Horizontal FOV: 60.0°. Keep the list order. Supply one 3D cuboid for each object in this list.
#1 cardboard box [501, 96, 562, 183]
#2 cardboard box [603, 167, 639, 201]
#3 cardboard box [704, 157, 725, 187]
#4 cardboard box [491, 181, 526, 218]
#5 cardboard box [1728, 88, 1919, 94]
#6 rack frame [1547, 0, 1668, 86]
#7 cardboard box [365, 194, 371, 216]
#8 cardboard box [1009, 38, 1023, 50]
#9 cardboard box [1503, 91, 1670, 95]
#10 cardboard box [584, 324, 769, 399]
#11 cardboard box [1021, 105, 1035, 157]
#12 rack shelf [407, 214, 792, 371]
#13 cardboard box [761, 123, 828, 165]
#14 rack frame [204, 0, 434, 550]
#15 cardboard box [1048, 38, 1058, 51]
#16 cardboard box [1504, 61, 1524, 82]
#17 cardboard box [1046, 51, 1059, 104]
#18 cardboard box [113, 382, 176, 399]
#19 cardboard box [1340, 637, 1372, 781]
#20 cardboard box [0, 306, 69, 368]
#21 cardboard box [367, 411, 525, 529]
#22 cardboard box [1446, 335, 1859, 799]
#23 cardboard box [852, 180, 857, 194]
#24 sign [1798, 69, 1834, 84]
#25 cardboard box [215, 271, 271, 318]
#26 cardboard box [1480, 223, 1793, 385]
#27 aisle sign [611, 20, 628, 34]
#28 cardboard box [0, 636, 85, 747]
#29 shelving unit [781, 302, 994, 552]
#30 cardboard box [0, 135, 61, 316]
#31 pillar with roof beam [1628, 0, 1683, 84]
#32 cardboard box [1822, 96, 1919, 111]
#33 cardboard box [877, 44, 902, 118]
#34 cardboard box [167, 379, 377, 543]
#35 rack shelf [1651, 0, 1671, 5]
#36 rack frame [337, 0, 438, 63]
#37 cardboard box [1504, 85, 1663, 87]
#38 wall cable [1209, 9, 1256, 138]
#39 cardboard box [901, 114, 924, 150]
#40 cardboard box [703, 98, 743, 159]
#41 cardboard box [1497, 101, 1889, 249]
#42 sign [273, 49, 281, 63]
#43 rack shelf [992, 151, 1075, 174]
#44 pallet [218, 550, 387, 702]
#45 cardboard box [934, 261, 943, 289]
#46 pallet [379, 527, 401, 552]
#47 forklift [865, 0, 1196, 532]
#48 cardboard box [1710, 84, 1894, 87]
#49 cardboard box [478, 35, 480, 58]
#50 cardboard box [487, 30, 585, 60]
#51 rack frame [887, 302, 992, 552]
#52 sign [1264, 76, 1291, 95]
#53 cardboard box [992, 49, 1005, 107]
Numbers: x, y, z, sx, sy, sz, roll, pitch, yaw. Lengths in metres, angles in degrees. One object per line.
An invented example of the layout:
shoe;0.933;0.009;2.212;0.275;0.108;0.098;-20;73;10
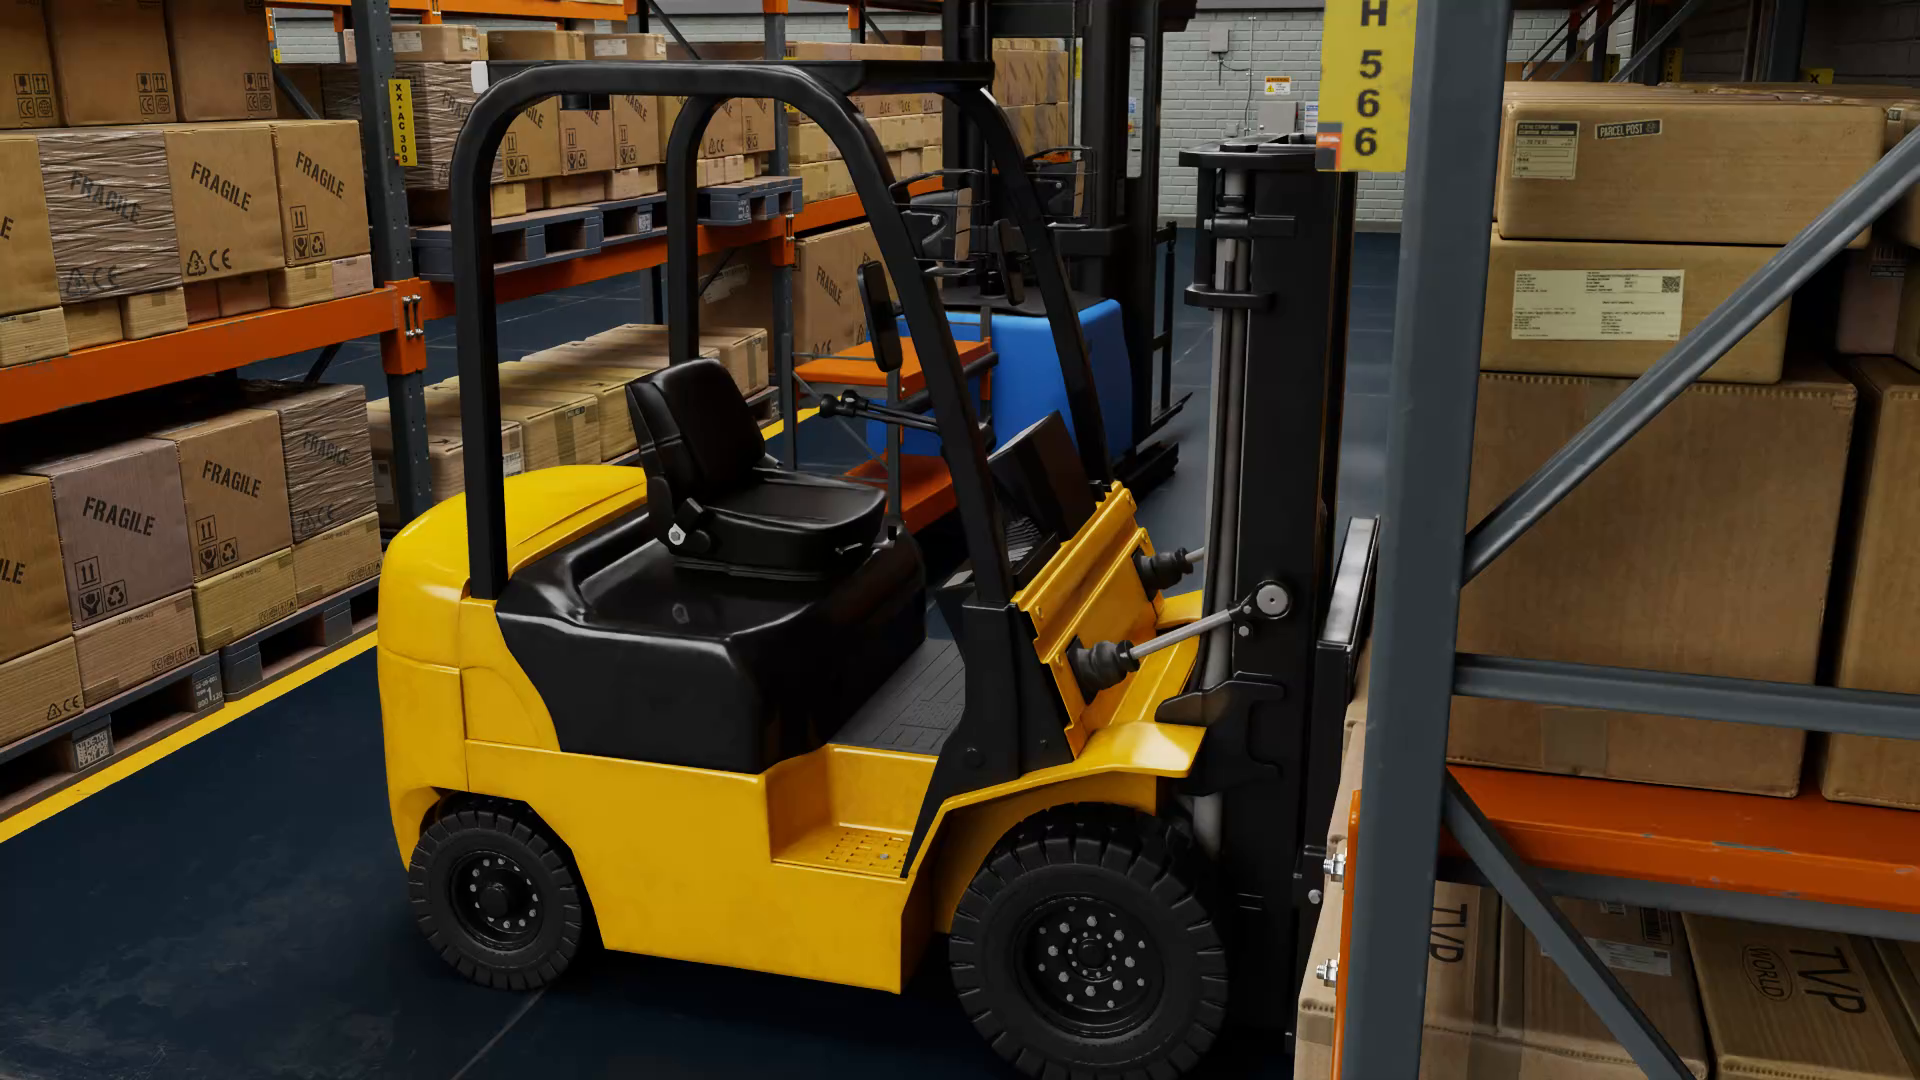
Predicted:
cardboard box;-2.143;-1.872;7.433;0.500;0.500;0.500;5;16;16
cardboard box;-1.836;-1.787;8.323;0.380;0.149;0.250;5;17;18
cardboard box;-1.539;-2.060;9.286;0.380;0.149;0.250;4;16;13
cardboard box;-2.154;-1.513;7.357;0.380;0.149;0.250;5;17;17
cardboard box;1.697;-0.793;3.213;0.380;0.149;0.250;5;17;16
rack frame;3.204;-1.909;9.064;1.000;3.000;0.127;5;16;16
cardboard box;-2.812;-1.484;7.255;0.380;0.149;0.250;5;17;17
cardboard box;0.370;-4.641;15.489;0.380;0.149;0.250;5;16;16
cardboard box;1.028;-0.703;2.895;0.380;0.149;0.250;5;17;17
cardboard box;-1.727;-1.084;10.201;0.950;0.372;0.625;3;16;12
cardboard box;0.405;-3.886;15.850;0.500;0.500;0.500;5;17;18
rack shelf;-2.125;-1.424;8.671;1.077;0.370;4.000;5;16;16
cardboard box;-1.176;-2.575;10.770;0.500;0.250;0.500;5;16;15
rack frame;-2.693;-1.247;6.728;1.000;3.000;0.127;5;16;16
cardboard box;0.765;-4.976;16.671;0.380;0.149;0.250;4;16;15
cardboard box;4.664;-3.944;14.592;0.500;0.500;0.500;5;17;17
cardboard box;0.688;-4.632;16.647;0.500;0.500;0.500;5;16;16
cardboard box;-3.213;-0.637;6.286;0.380;0.149;0.250;5;17;17
cardboard box;1.035;0.412;3.317;0.500;0.250;0.500;5;17;17
cardboard box;-2.918;-0.617;4.970;0.380;0.149;0.250;5;17;16
cardboard box;-2.547;-0.322;7.514;0.950;0.372;0.625;5;17;17
cardboard box;0.818;-0.014;2.197;0.500;0.500;0.500;4;16;15
cardboard box;-0.893;-2.602;11.782;0.500;0.250;0.500;5;17;18
sign;2.599;-1.275;5.095;0.100;0.325;0.005;5;16;16
cardboard box;-2.706;-0.890;5.932;0.380;0.149;0.250;5;17;16
cardboard box;0.760;-0.289;1.979;0.380;0.149;0.250;5;17;17
aisle sign;-3.749;-5.990;18.688;0.394;0.787;0.004;5;16;16
cardboard box;-3.040;0.454;5.001;0.500;0.250;0.500;6;17;20
shelving unit;-0.284;-0.378;7.100;0.538;1.125;1.048;6;17;21
cardboard box;-3.005;-0.897;4.766;0.500;0.500;0.500;4;16;15
pillar with roof beam;1.275;-6.288;13.508;9.100;9.000;0.400;5;16;16
cardboard box;1.398;-0.527;2.273;0.380;0.149;0.250;5;17;17
cardboard box;-0.742;-3.329;12.053;0.500;0.500;0.500;5;17;17
cardboard box;-2.604;-0.311;6.325;0.500;0.500;0.500;4;16;15
rack shelf;2.635;-2.483;6.908;1.077;0.370;4.000;5;16;16
rack frame;-5.195;-3.697;15.367;1.000;3.000;0.127;5;16;16
cardboard box;1.402;-0.963;3.809;0.380;0.149;0.250;5;16;16
wall cable;3.660;-6.245;22.489;0.588;1.984;0.122;5;16;16
cardboard box;-0.588;-3.107;12.644;0.500;0.250;0.500;5;17;17
cardboard box;-1.556;-2.410;9.331;0.500;0.500;0.500;4;16;15
cardboard box;0.830;-0.430;1.930;0.380;0.149;0.250;5;16;16
sign;-8.268;-5.780;20.155;0.100;0.325;0.005;5;16;16
rack shelf;0.149;-3.517;16.050;1.077;0.370;4.000;5;16;16
pallet;-2.850;0.273;6.480;1.003;0.211;1.213;5;16;16
cardboard box;-0.519;-2.351;13.746;0.875;0.875;0.875;5;17;18
pallet;-2.473;-0.109;7.827;1.003;0.211;1.213;5;16;16
forklift;0.559;-1.762;8.671;1.130;2.935;3.031;6;17;21
cardboard box;2.081;-1.056;4.139;0.380;0.149;0.250;4;16;15
cardboard box;-4.833;-4.469;15.526;0.500;0.500;0.500;5;17;17
cardboard box;-2.011;-2.340;7.896;0.380;0.149;0.250;6;17;19
rack frame;-0.097;-0.507;7.555;0.500;1.125;0.032;6;17;21
sign;4.275;-6.118;22.389;0.339;0.242;0.001;5;16;16
cardboard box;0.097;-4.106;14.794;0.500;0.500;0.500;4;16;15
